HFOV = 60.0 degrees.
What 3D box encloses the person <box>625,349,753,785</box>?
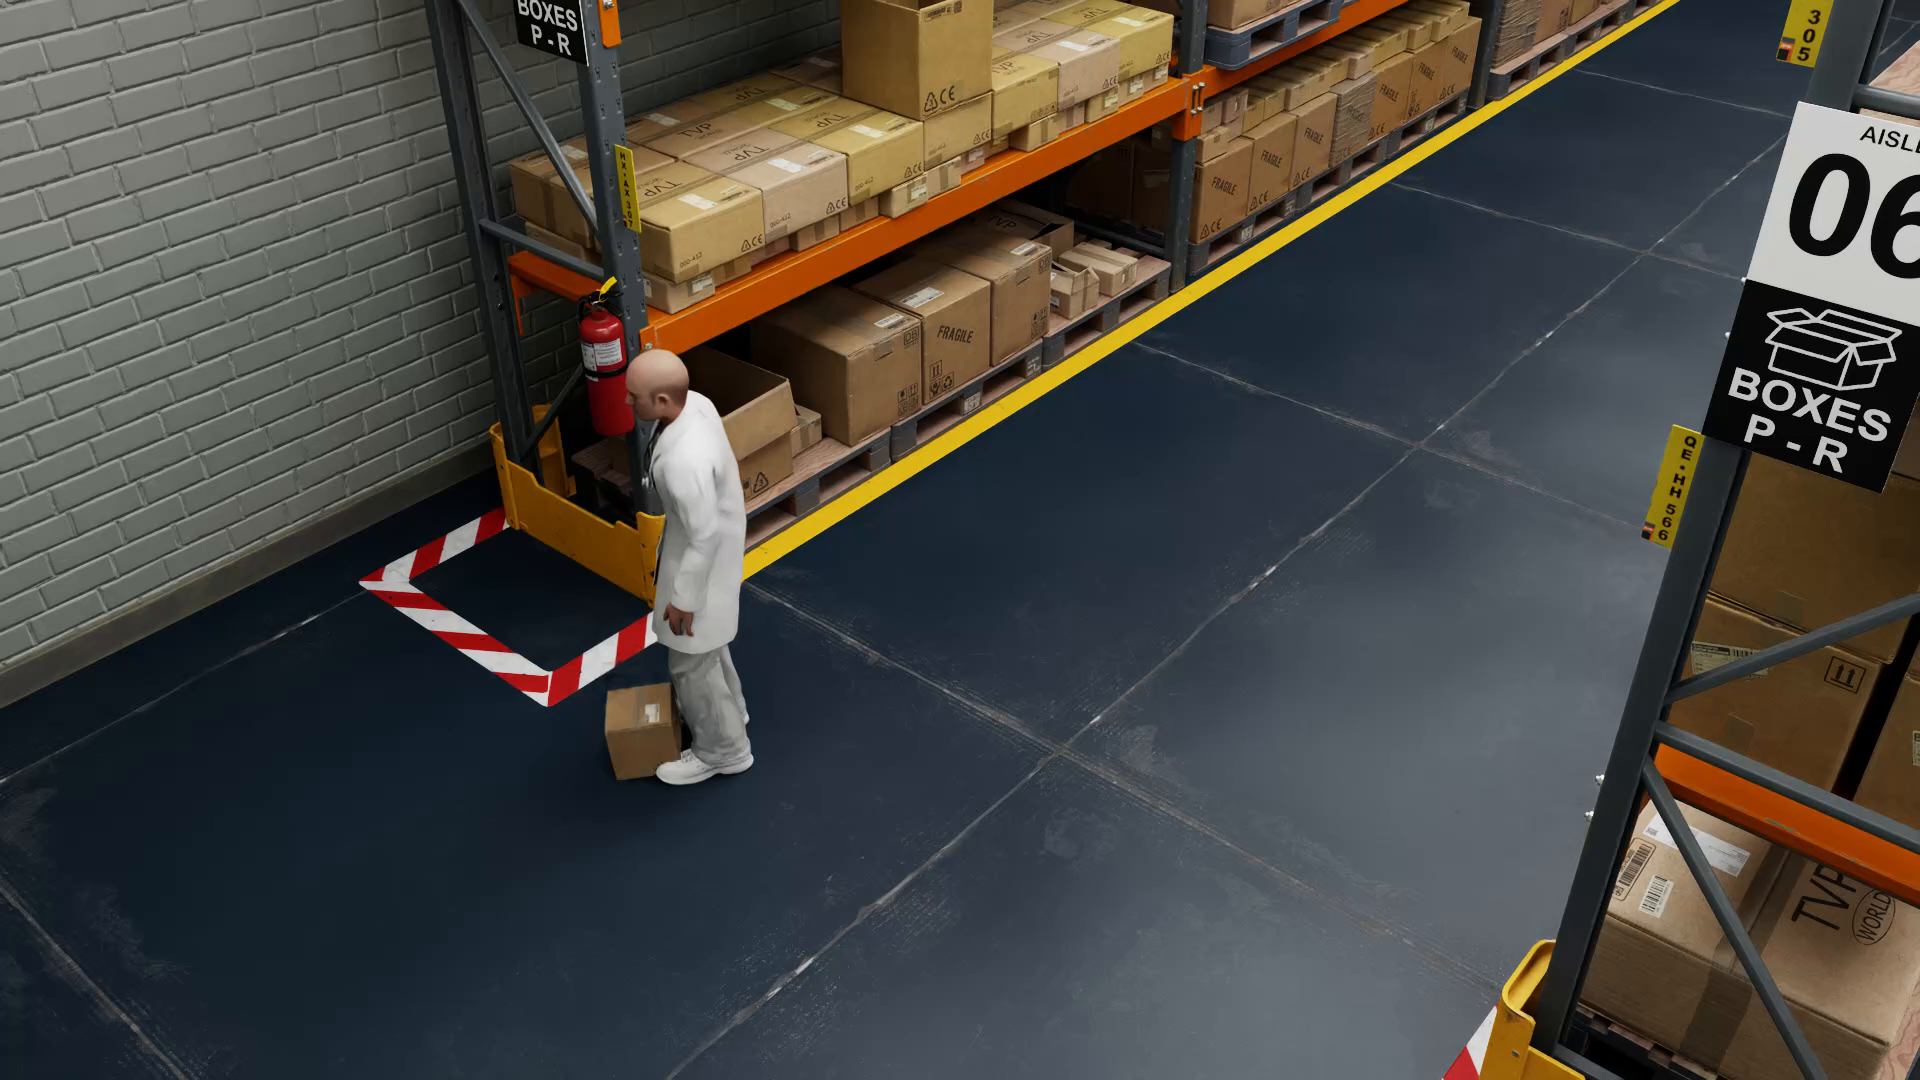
[{"bbox_3d":[-0.973,0.095,6.020,0.426,1.774,0.617,-5,35,-7],"label":"person"}]
